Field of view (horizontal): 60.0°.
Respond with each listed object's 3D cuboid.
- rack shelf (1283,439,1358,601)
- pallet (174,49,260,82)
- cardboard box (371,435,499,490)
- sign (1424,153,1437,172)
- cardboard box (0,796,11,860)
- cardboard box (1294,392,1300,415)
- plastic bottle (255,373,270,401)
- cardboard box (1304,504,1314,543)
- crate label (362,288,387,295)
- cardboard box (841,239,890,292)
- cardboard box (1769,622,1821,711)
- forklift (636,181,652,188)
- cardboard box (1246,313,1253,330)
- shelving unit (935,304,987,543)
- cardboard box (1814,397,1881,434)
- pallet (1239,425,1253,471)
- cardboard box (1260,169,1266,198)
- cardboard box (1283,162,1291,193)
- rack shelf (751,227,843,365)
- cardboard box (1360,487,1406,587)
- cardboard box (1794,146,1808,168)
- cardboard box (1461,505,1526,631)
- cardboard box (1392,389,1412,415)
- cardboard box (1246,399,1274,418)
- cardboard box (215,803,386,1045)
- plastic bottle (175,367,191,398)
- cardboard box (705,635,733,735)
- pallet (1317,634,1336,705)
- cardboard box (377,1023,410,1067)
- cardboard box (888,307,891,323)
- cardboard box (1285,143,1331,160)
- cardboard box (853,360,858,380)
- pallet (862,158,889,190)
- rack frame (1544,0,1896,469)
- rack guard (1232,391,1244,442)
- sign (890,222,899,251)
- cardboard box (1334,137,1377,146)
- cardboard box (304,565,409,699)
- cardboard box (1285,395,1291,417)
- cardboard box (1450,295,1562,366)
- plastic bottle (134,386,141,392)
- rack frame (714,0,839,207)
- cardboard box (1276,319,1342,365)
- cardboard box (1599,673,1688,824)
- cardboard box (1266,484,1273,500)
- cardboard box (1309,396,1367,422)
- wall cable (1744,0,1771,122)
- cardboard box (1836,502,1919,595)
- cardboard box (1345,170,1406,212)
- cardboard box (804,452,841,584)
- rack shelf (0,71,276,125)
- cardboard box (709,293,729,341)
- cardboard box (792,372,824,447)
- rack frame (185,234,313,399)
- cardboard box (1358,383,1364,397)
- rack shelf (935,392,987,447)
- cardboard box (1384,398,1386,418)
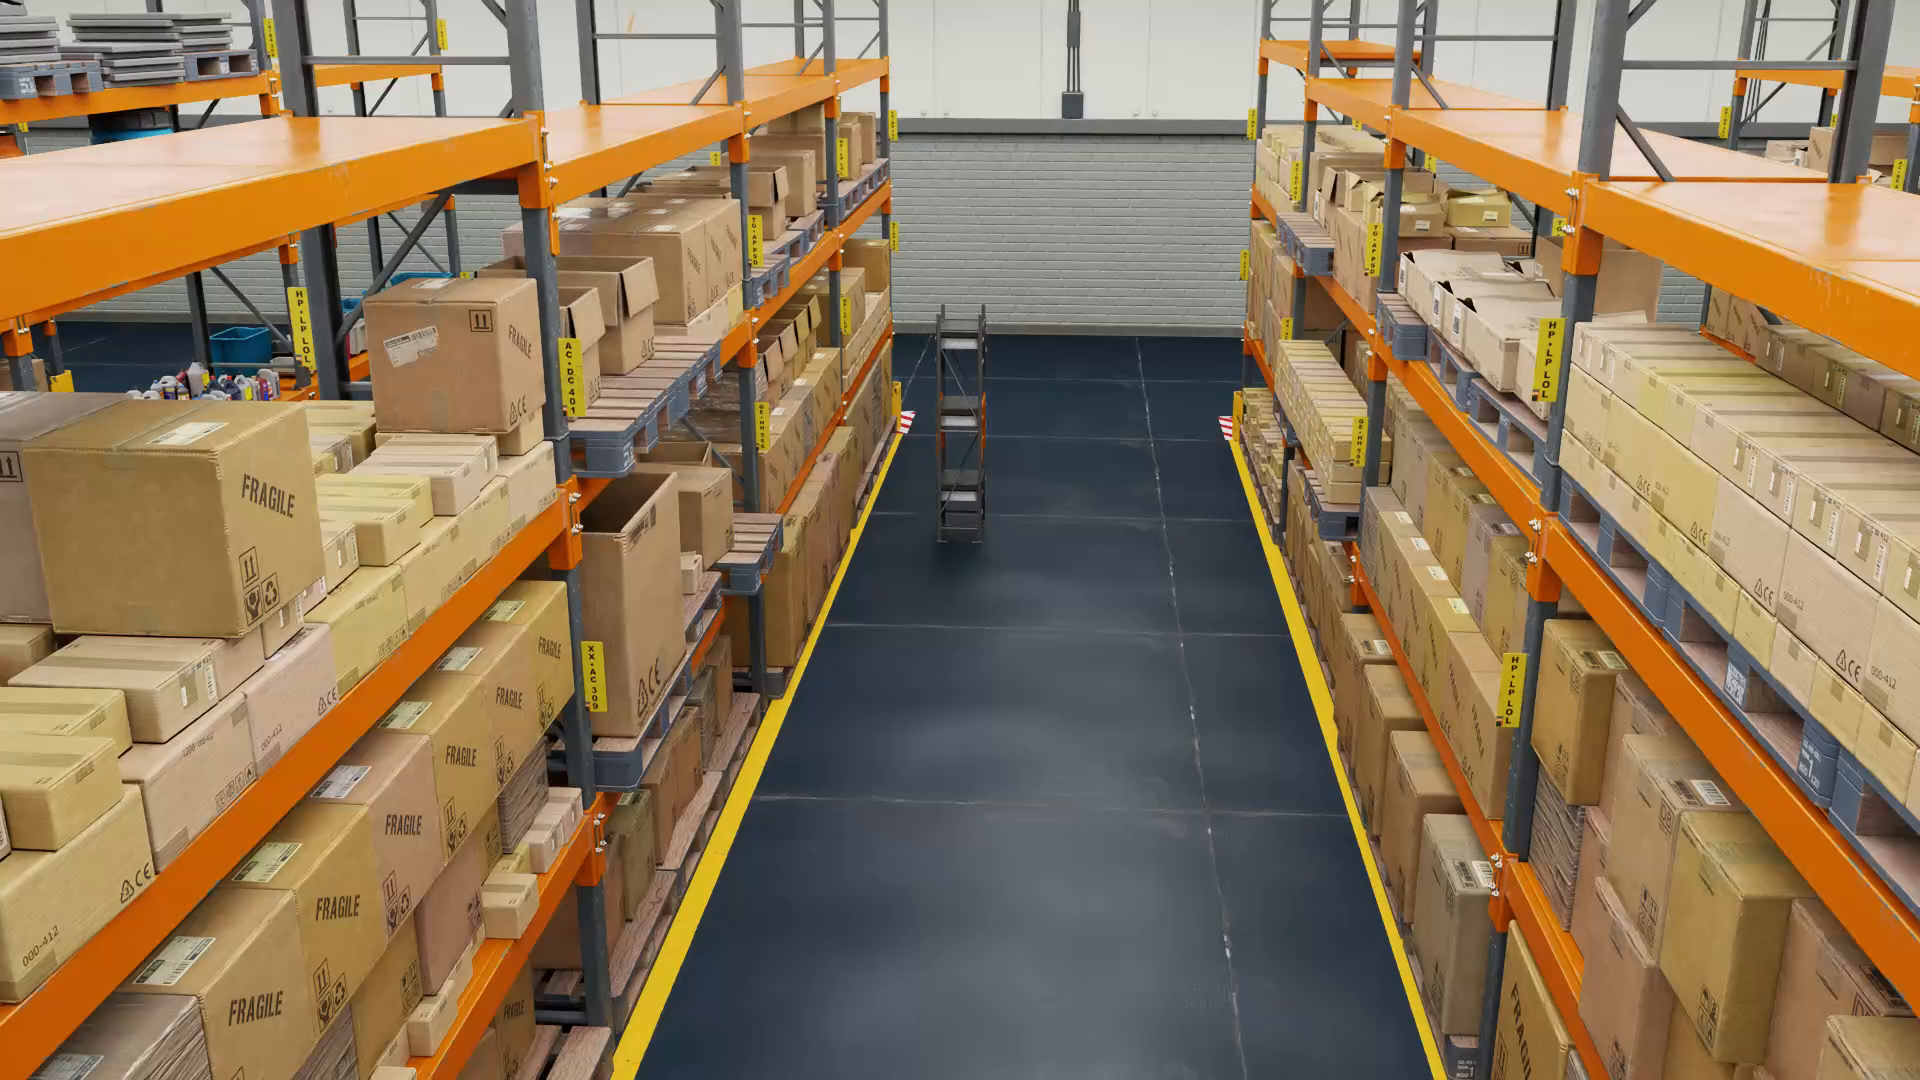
[{"bbox_3d":[3.235,-0.383,12.756,1.077,0.370,4.000,1,18,4],"label":"rack shelf"},{"bbox_3d":[-6.530,-3.912,13.682,1.003,0.211,1.213,1,18,4],"label":"pallet"},{"bbox_3d":[-1.912,-0.279,6.067,0.380,0.149,0.250,0,18,1],"label":"cardboard box"},{"bbox_3d":[3.932,-3.193,13.897,0.100,0.325,0.005,1,18,4],"label":"sign"},{"bbox_3d":[-2.171,0.615,3.339,0.380,0.149,0.250,1,18,4],"label":"cardboard box"},{"bbox_3d":[2.802,-1.048,12.881,0.380,0.149,0.250,1,18,3],"label":"cardboard box"},{"bbox_3d":[-6.179,-1.341,14.711,0.061,0.283,0.133,1,18,4],"label":"plastic bottle"},{"bbox_3d":[2.985,-0.167,13.077,0.500,0.250,0.500,2,18,6],"label":"cardboard box"},{"bbox_3d":[-6.561,-2.720,18.908,0.416,0.233,0.303,1,18,4],"label":"crate label"},{"bbox_3d":[-1.047,-2.999,18.146,0.500,0.500,0.500,2,18,5],"label":"cardboard box"},{"bbox_3d":[2.296,0.323,4.199,0.380,0.149,0.250,1,18,4],"label":"cardboard box"},{"bbox_3d":[-2.906,-2.116,16.999,1.130,2.935,3.031,0,18,0],"label":"forklift"},{"bbox_3d":[3.315,-2.375,18.086,0.380,0.149,0.250,1,18,3],"label":"cardboard box"},{"bbox_3d":[0.012,-1.049,15.080,0.431,2.100,0.503,1,18,4],"label":"shelving unit"},{"bbox_3d":[2.989,-0.288,5.423,0.500,0.250,0.500,1,18,4],"label":"cardboard box"},{"bbox_3d":[3.566,-0.988,17.926,1.003,0.211,1.213,1,18,4],"label":"pallet"},{"bbox_3d":[3.336,-3.645,16.981,0.500,0.250,0.500,2,18,6],"label":"cardboard box"},{"bbox_3d":[3.207,-3.248,14.966,0.500,0.250,0.500,1,18,2],"label":"cardboard box"},{"bbox_3d":[-1.705,-1.950,12.723,1.077,0.370,4.000,1,18,4],"label":"rack shelf"},{"bbox_3d":[2.790,-0.018,10.326,0.500,0.500,0.500,1,18,5],"label":"cardboard box"},{"bbox_3d":[8.453,-3.675,16.140,0.500,0.311,0.500,2,18,5],"label":"cardboard box"},{"bbox_3d":[2.906,0.145,8.224,0.700,0.500,0.500,1,18,4],"label":"cardboard box"},{"bbox_3d":[3.411,-1.014,12.300,0.380,0.149,0.250,2,18,6],"label":"cardboard box"},{"bbox_3d":[3.243,-1.397,17.644,0.380,0.149,0.250,1,18,4],"label":"cardboard box"},{"bbox_3d":[-2.033,1.100,4.832,0.500,0.500,0.500,1,18,4],"label":"cardboard box"},{"bbox_3d":[-6.963,-1.397,14.884,0.061,0.283,0.133,1,18,4],"label":"plastic bottle"},{"bbox_3d":[-1.876,0.942,10.867,0.700,0.500,0.500,0,18,1],"label":"cardboard box"},{"bbox_3d":[3.149,0.979,11.923,1.003,0.211,1.213,1,18,4],"label":"pallet"},{"bbox_3d":[-2.074,1.731,5.554,0.380,0.149,0.250,1,18,4],"label":"cardboard box"},{"bbox_3d":[-0.972,-2.493,18.444,0.380,0.149,0.250,2,18,5],"label":"cardboard box"},{"bbox_3d":[3.195,-3.554,15.260,0.380,0.149,0.250,1,18,2],"label":"cardboard box"},{"bbox_3d":[-1.171,-1.616,15.769,0.380,0.149,0.250,2,18,6],"label":"cardboard box"},{"bbox_3d":[-1.317,-3.883,17.608,1.003,0.211,1.213,1,18,4],"label":"pallet"},{"bbox_3d":[2.805,-1.712,6.023,1.000,3.000,0.127,1,18,4],"label":"rack frame"},{"bbox_3d":[3.660,-1.377,18.648,1.175,0.500,0.348,1,18,4],"label":"rack guard"},{"bbox_3d":[-0.734,-3.377,18.498,0.100,0.325,0.005,1,18,4],"label":"sign"},{"bbox_3d":[3.802,-3.782,15.956,0.380,0.149,0.250,1,18,2],"label":"cardboard box"},{"bbox_3d":[-2.027,0.265,5.047,0.500,0.250,0.500,2,18,6],"label":"cardboard box"},{"bbox_3d":[2.837,-1.072,13.434,0.380,0.149,0.250,1,18,4],"label":"cardboard box"},{"bbox_3d":[2.711,-1.041,8.099,0.500,0.311,0.500,1,18,2],"label":"cardboard box"},{"bbox_3d":[-7.017,-1.163,14.169,0.061,0.283,0.133,1,18,4],"label":"plastic bottle"},{"bbox_3d":[-1.561,-4.339,14.039,1.000,3.000,0.127,1,18,4],"label":"rack frame"},{"bbox_3d":[3.131,-1.691,14.956,0.500,0.500,0.500,1,18,4],"label":"cardboard box"},{"bbox_3d":[2.821,0.842,5.889,0.875,0.550,0.550,1,18,4],"label":"cardboard box"},{"bbox_3d":[3.123,-0.482,15.809,0.380,0.149,0.250,1,18,2],"label":"cardboard box"},{"bbox_3d":[2.747,-0.946,12.093,0.380,0.149,0.250,1,18,4],"label":"cardboard box"},{"bbox_3d":[12.262,-7.059,22.281,2.988,3.039,0.133,1,18,4],"label":"wall cable"},{"bbox_3d":[2.278,0.022,3.837,0.380,0.149,0.250,1,18,4],"label":"cardboard box"},{"bbox_3d":[2.933,-2.472,11.768,0.396,0.266,0.258,1,18,4],"label":"cardboard box"},{"bbox_3d":[-1.651,-0.201,13.784,1.225,0.875,0.875,1,18,2],"label":"cardboard box"},{"bbox_3d":[-6.645,-3.296,12.656,1.077,0.370,4.000,1,18,4],"label":"rack shelf"},{"bbox_3d":[-1.660,-1.292,9.800,0.500,0.250,0.500,1,18,4],"label":"cardboard box"},{"bbox_3d":[-1.395,-1.068,13.532,0.500,0.500,0.500,1,18,3],"label":"cardboard box"},{"bbox_3d":[-6.502,-1.598,15.311,1.000,3.000,0.127,1,18,4],"label":"rack frame"},{"bbox_3d":[3.530,-1.217,13.877,0.380,0.149,0.250,1,18,4],"label":"cardboard box"},{"bbox_3d":[0.012,-1.036,15.084,0.431,0.518,0.480,1,18,4],"label":"rack shelf"},{"bbox_3d":[3.456,-1.030,12.827,0.380,0.149,0.250,1,18,4],"label":"cardboard box"}]
